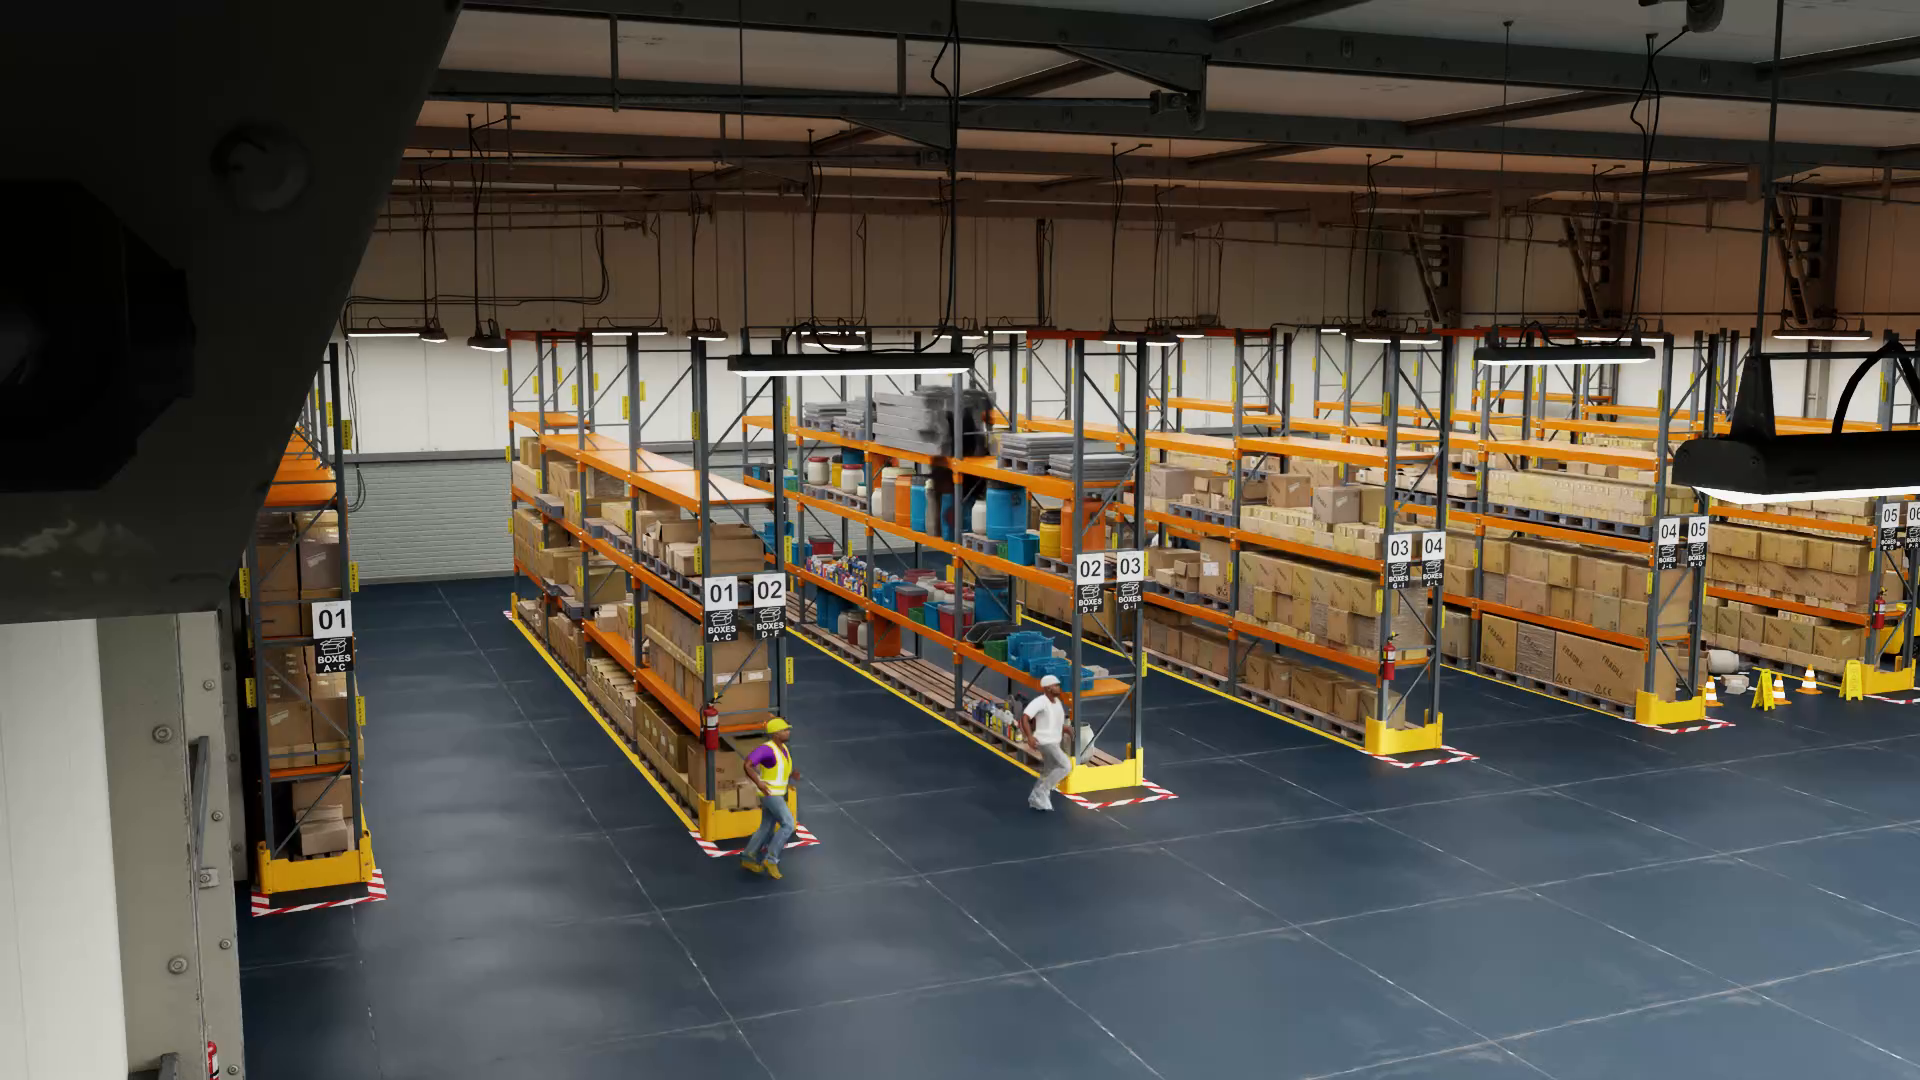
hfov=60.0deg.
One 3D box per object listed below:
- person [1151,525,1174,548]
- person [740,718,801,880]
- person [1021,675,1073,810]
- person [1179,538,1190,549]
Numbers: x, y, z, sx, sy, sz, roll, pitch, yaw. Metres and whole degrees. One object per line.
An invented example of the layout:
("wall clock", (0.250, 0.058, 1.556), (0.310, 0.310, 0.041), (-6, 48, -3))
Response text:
("person", (4.502, 0.489, 37.025), (0.617, 1.742, 0.759), (-3, 8, -22))
("person", (-2.144, 2.911, 18.921), (0.685, 1.783, 0.714), (1, 8, 6))
("person", (1.178, 2.590, 21.297), (0.609, 1.706, 0.712), (4, 9, 25))
("person", (5.683, -0.184, 42.189), (0.665, 1.609, 0.543), (-3, 8, -19))
